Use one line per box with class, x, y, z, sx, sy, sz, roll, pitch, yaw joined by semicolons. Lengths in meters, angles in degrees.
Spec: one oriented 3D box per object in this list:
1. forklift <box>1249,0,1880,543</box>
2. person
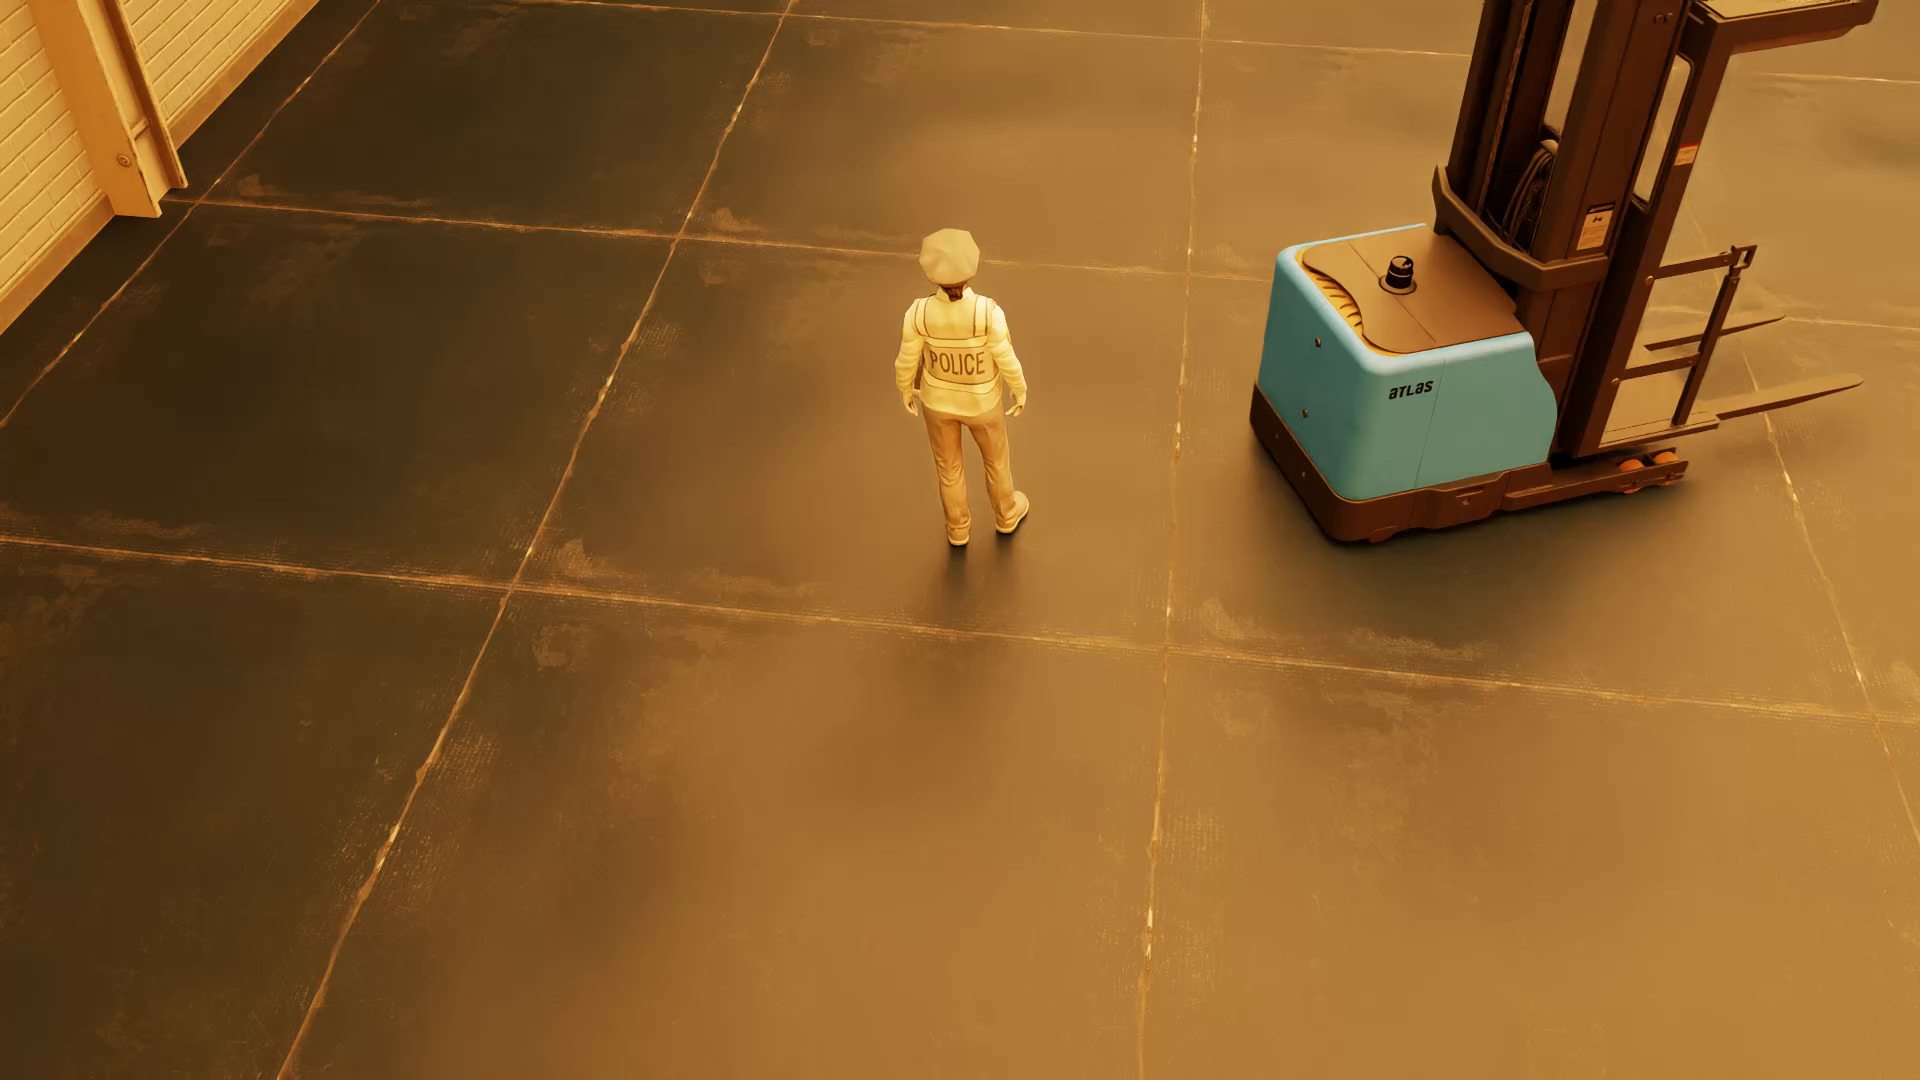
forklift;3.045;-1.640;7.510;3.031;2.935;1.130;-12;44;-12
person;0.016;-0.675;7.362;0.587;1.694;0.530;5;43;6
